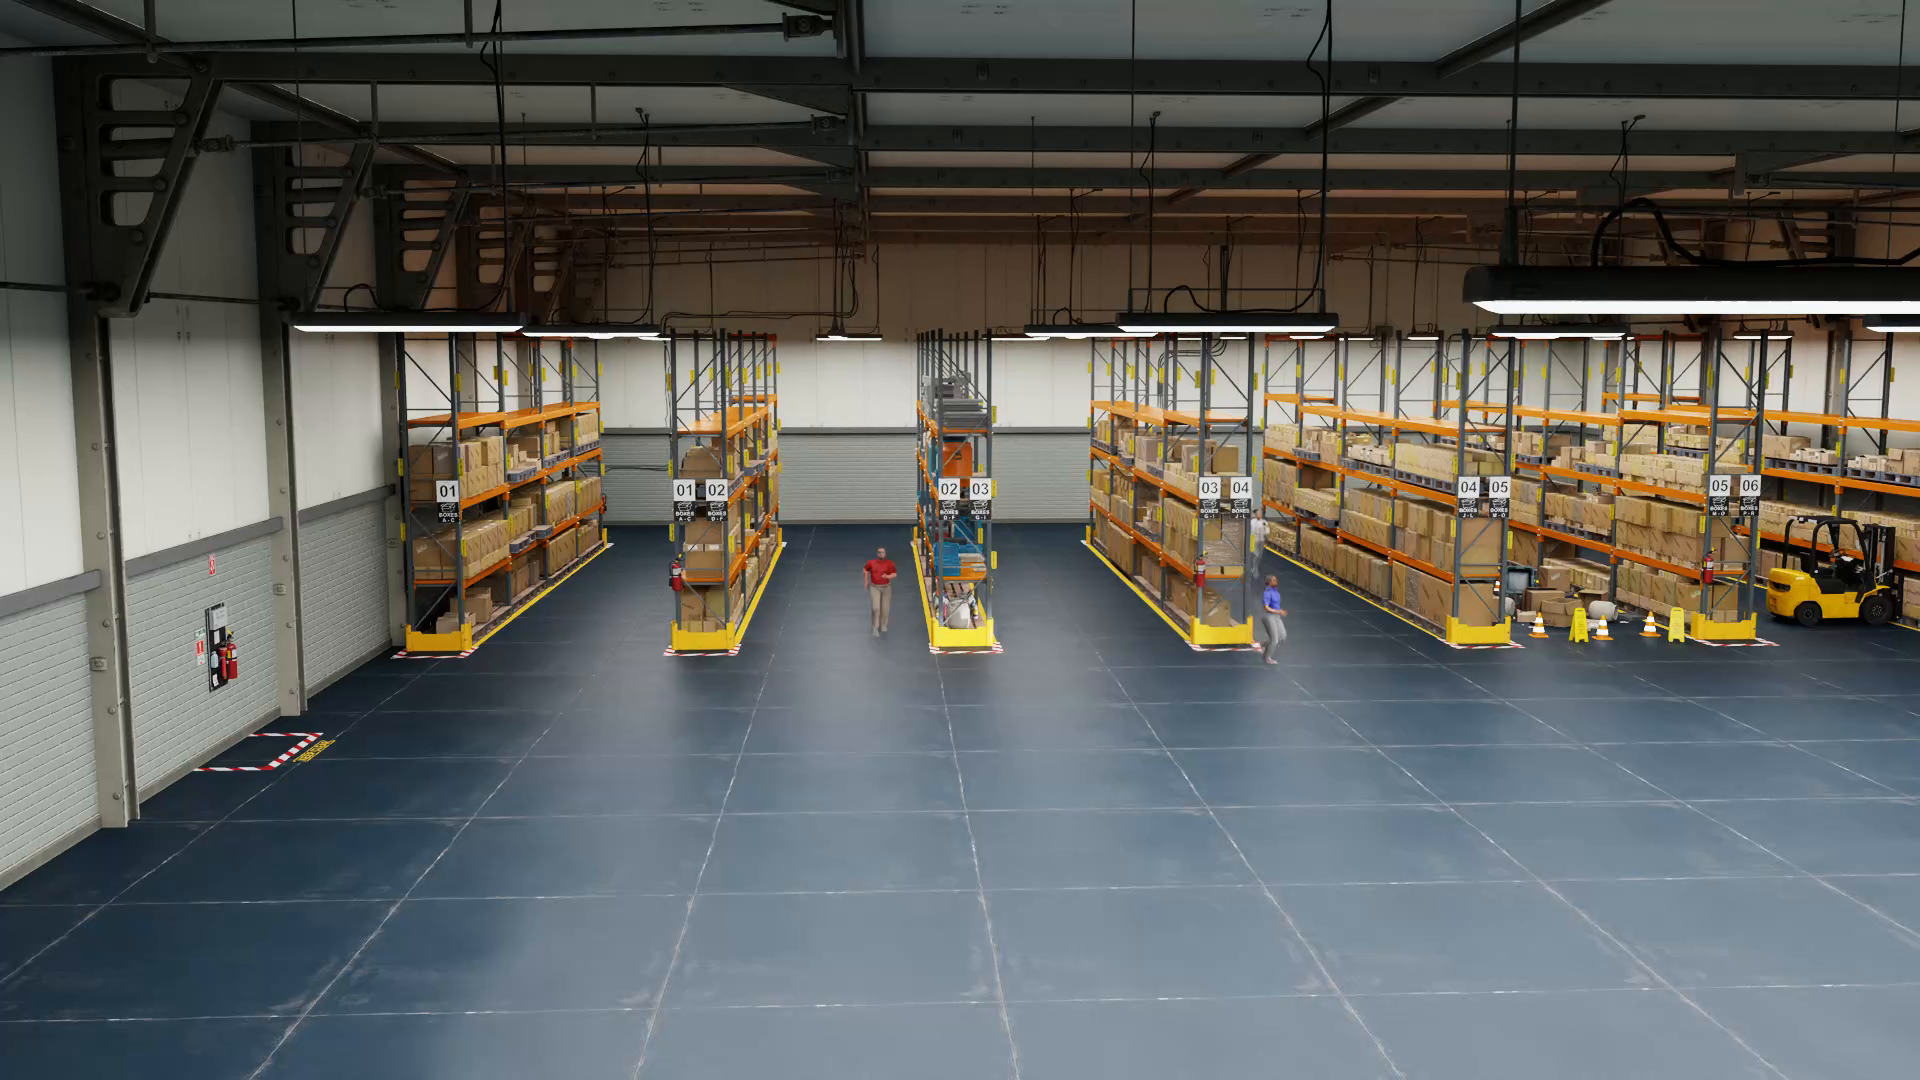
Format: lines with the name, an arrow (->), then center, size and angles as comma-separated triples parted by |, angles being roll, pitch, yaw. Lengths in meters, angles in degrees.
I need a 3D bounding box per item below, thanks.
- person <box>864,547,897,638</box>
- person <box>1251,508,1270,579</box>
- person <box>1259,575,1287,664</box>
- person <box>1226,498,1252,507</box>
person -> -1.559, 1.032, 32.700 | 0.631, 1.798, 0.768 | -1, 7, -8
person -> 7.305, 0.080, 40.820 | 0.567, 1.749, 0.719 | -2, 7, -13
person -> 5.613, 1.417, 29.809 | 0.557, 1.609, 0.594 | 4, 8, 33
person -> 8.097, -0.843, 48.726 | 0.726, 1.714, 0.834 | -4, 8, -30
